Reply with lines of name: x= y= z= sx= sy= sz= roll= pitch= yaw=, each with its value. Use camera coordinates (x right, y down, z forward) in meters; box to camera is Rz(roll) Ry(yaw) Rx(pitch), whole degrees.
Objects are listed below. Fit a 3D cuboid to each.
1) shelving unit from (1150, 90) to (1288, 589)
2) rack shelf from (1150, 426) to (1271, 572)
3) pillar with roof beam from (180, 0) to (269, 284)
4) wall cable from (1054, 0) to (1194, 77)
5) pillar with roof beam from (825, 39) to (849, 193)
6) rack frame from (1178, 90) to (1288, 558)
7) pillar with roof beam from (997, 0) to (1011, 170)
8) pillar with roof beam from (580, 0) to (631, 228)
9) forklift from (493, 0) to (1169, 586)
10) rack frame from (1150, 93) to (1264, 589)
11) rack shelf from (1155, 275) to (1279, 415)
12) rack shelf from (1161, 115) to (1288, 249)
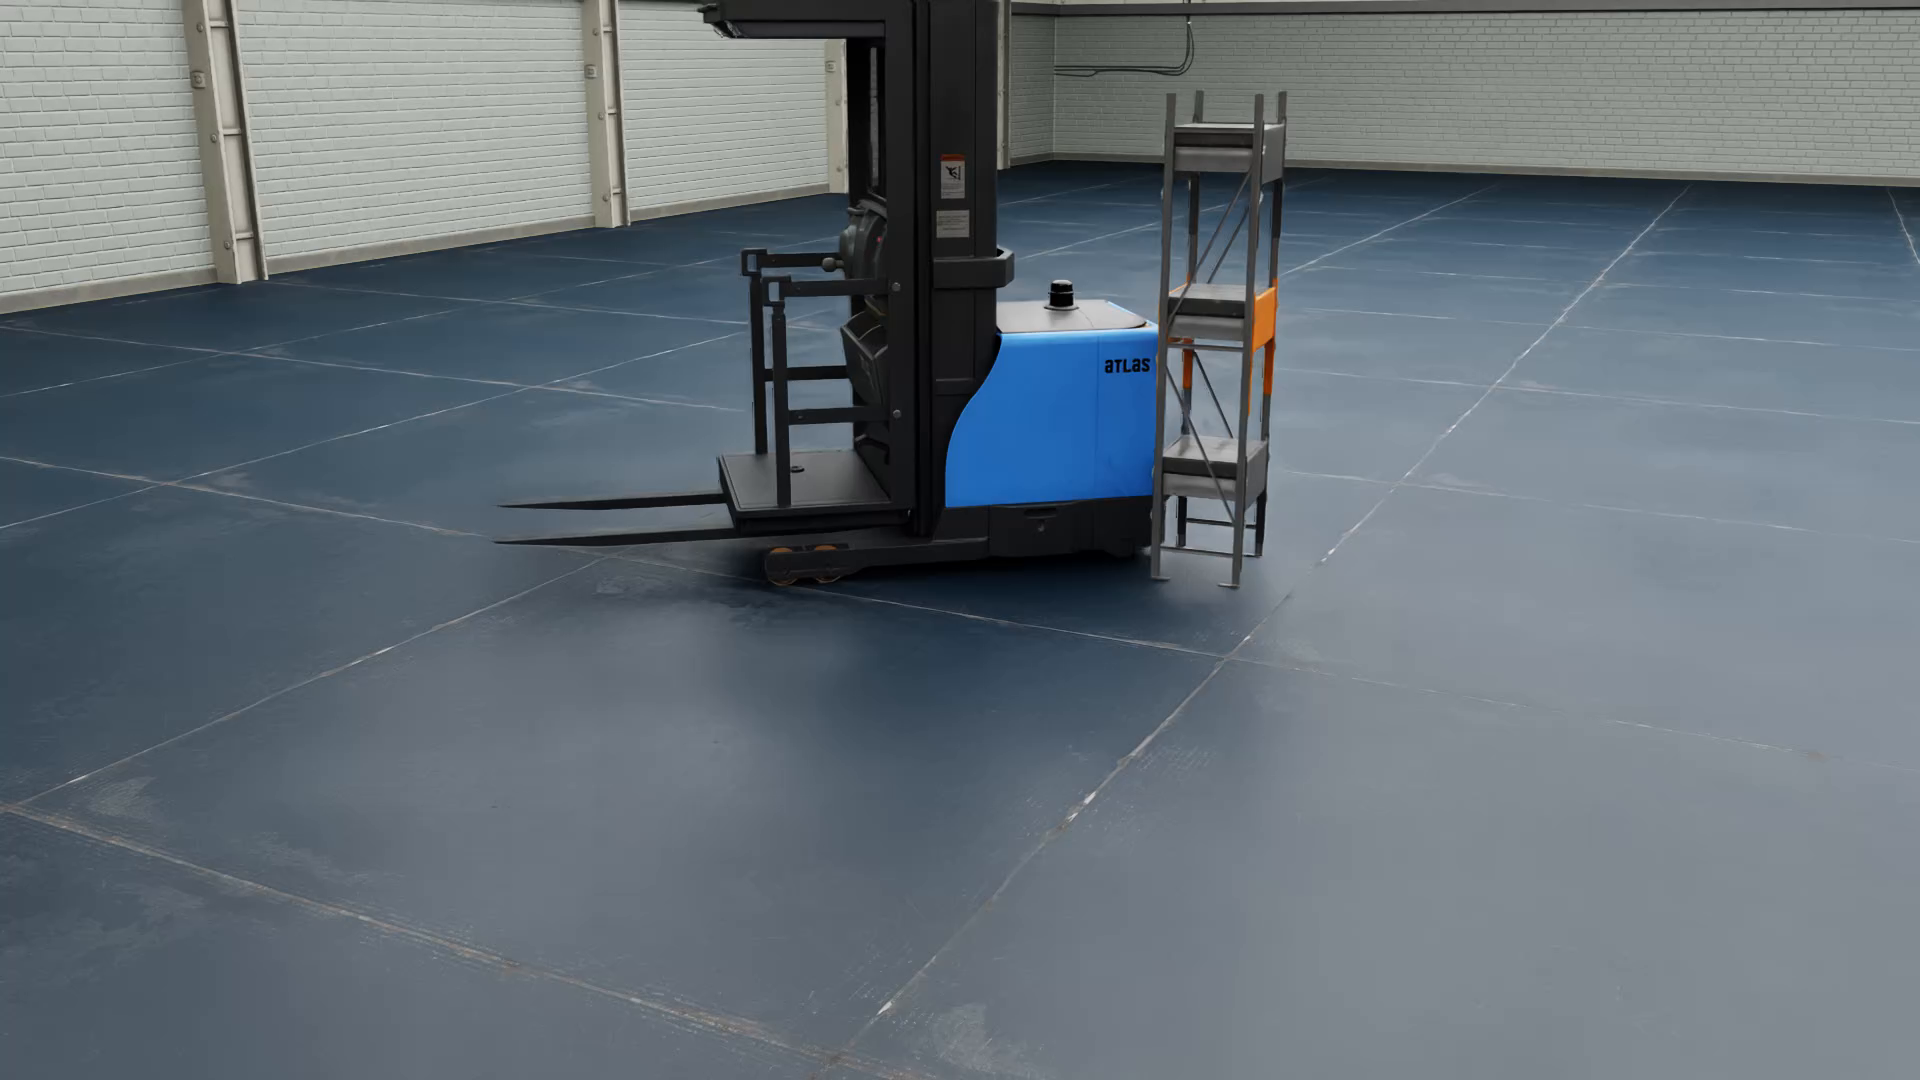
shelving unit: x=1.131 y=-0.879 z=7.295 sx=0.431 sy=2.100 sz=0.503 roll=6 pitch=18 yaw=21
rack shelf: x=1.131 y=-0.195 z=7.499 sx=0.431 sy=0.518 sz=0.480 roll=6 pitch=18 yaw=21
pillar with roof beam: x=-3.440 y=-6.402 z=13.775 sx=9.100 sy=9.000 sz=0.400 roll=8 pitch=18 yaw=25
wall cable: x=3.251 y=-10.629 z=33.458 sx=3.097 sy=2.526 sz=0.112 roll=8 pitch=18 yaw=25
pillar with roof beam: x=1.922 y=-9.459 z=24.066 sx=9.100 sy=9.000 sz=0.400 roll=8 pitch=18 yaw=25
rack frame: x=1.220 y=-0.944 z=7.512 sx=0.400 sy=2.100 sz=0.015 roll=6 pitch=18 yaw=21
pillar with roof beam: x=4.603 y=-10.987 z=29.211 sx=9.100 sy=9.000 sz=0.400 roll=8 pitch=18 yaw=25
pillar with roof beam: x=-0.759 y=-7.931 z=18.920 sx=9.100 sy=9.000 sz=0.400 roll=8 pitch=18 yaw=25
forklift: x=-0.615 y=-1.367 z=7.479 sx=3.031 sy=2.935 sz=1.130 roll=-4 pitch=17 yaw=-12
rack frame: x=1.041 y=-0.814 z=7.077 sx=0.400 sy=2.100 sz=0.015 roll=6 pitch=18 yaw=21
rack shelf: x=1.131 y=-0.866 z=7.299 sx=0.431 sy=0.518 sz=0.480 roll=6 pitch=18 yaw=21
rack shelf: x=1.131 y=-1.537 z=7.099 sx=0.431 sy=0.518 sz=0.480 roll=6 pitch=18 yaw=21
